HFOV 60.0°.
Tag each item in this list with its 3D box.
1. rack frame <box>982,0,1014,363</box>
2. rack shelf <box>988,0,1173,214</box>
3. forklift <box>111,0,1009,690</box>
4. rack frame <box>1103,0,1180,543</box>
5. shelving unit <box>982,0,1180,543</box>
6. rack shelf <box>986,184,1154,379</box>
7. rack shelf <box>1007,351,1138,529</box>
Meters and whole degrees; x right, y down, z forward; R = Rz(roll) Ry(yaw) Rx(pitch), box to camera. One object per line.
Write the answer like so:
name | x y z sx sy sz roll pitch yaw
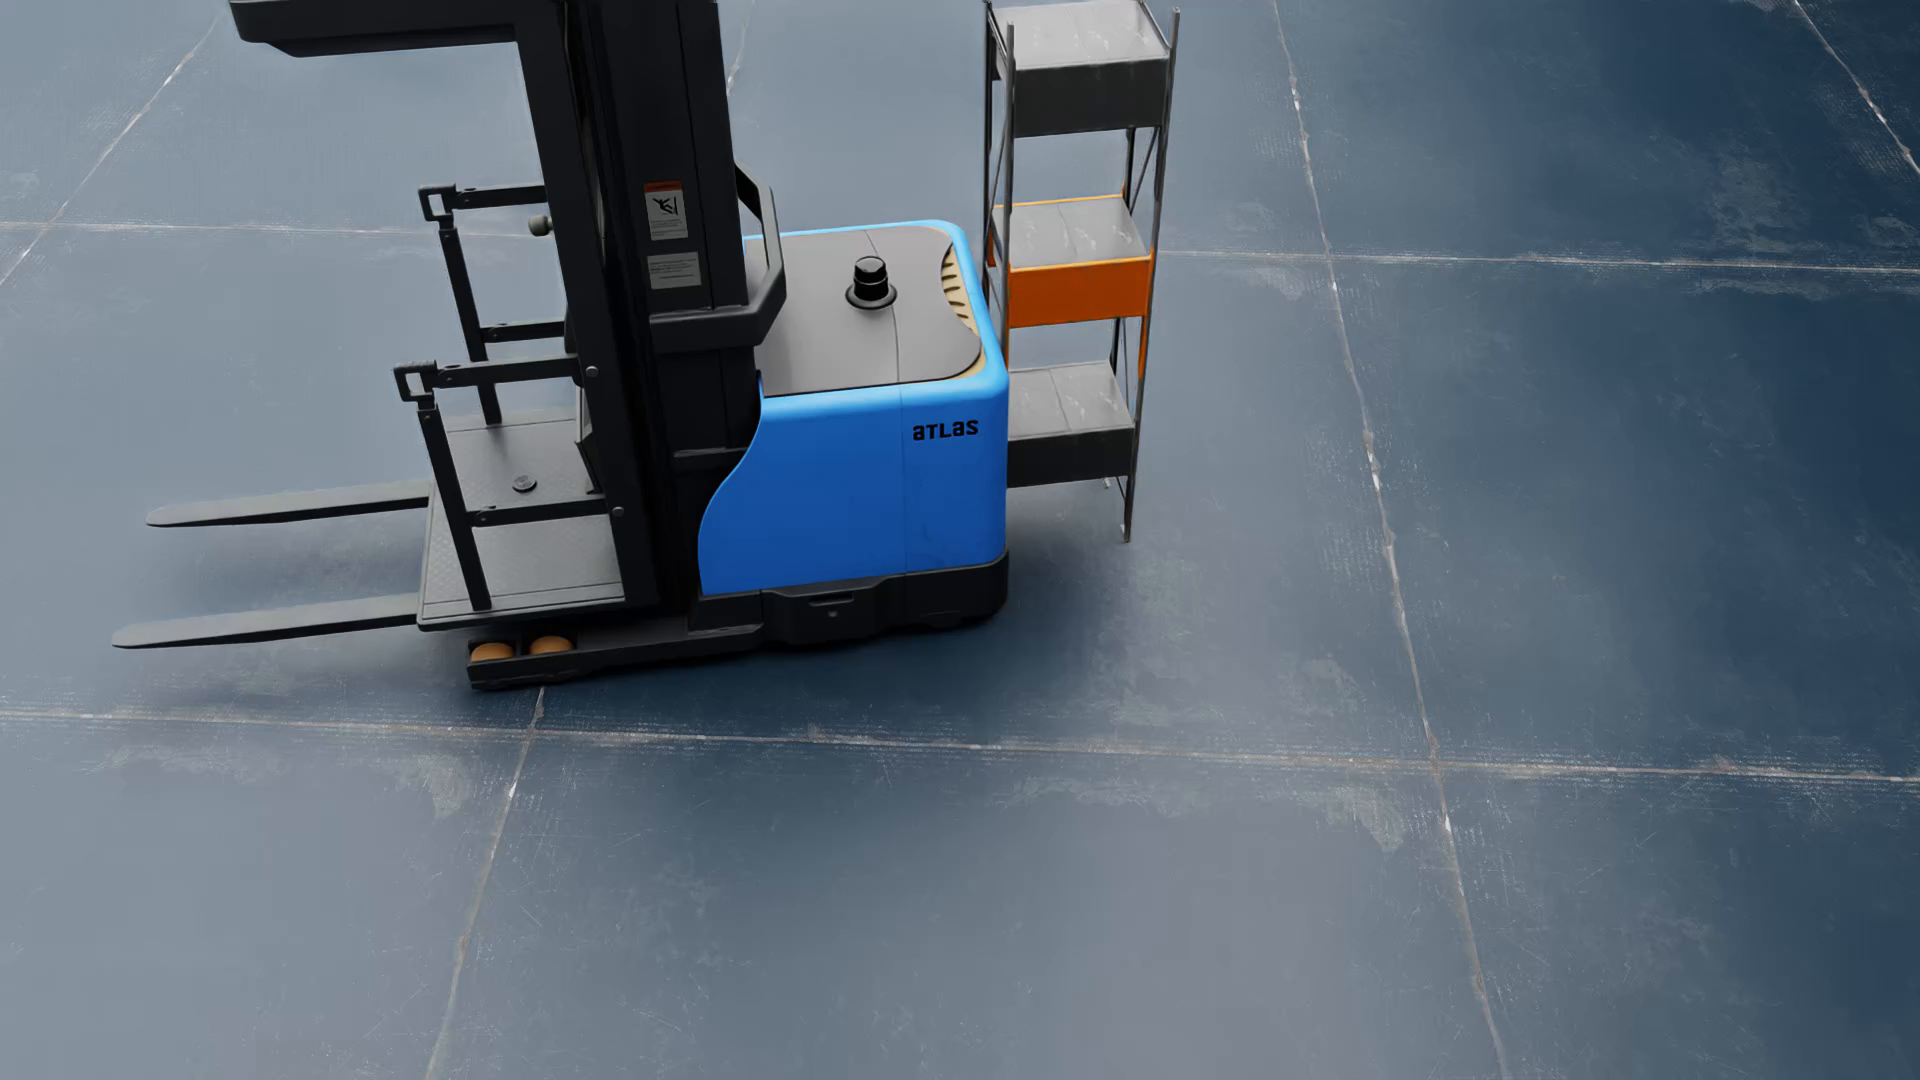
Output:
rack frame | 0.116 -0.839 5.610 0.015 2.100 0.400 -6 43 -7
rack shelf | 0.356 -1.368 5.171 0.480 0.518 0.431 -6 43 -7
forklift | -1.395 -0.950 5.120 3.031 2.935 1.130 -6 43 -7
rack frame | 0.597 -0.893 5.668 0.015 2.100 0.400 -6 43 -7
shelving unit | 0.356 -0.866 5.639 0.503 2.100 0.431 -6 43 -7
rack shelf | 0.356 -0.856 5.648 0.480 0.518 0.431 -6 43 -7
rack shelf | 0.356 -0.343 6.125 0.480 0.518 0.431 -6 43 -7
